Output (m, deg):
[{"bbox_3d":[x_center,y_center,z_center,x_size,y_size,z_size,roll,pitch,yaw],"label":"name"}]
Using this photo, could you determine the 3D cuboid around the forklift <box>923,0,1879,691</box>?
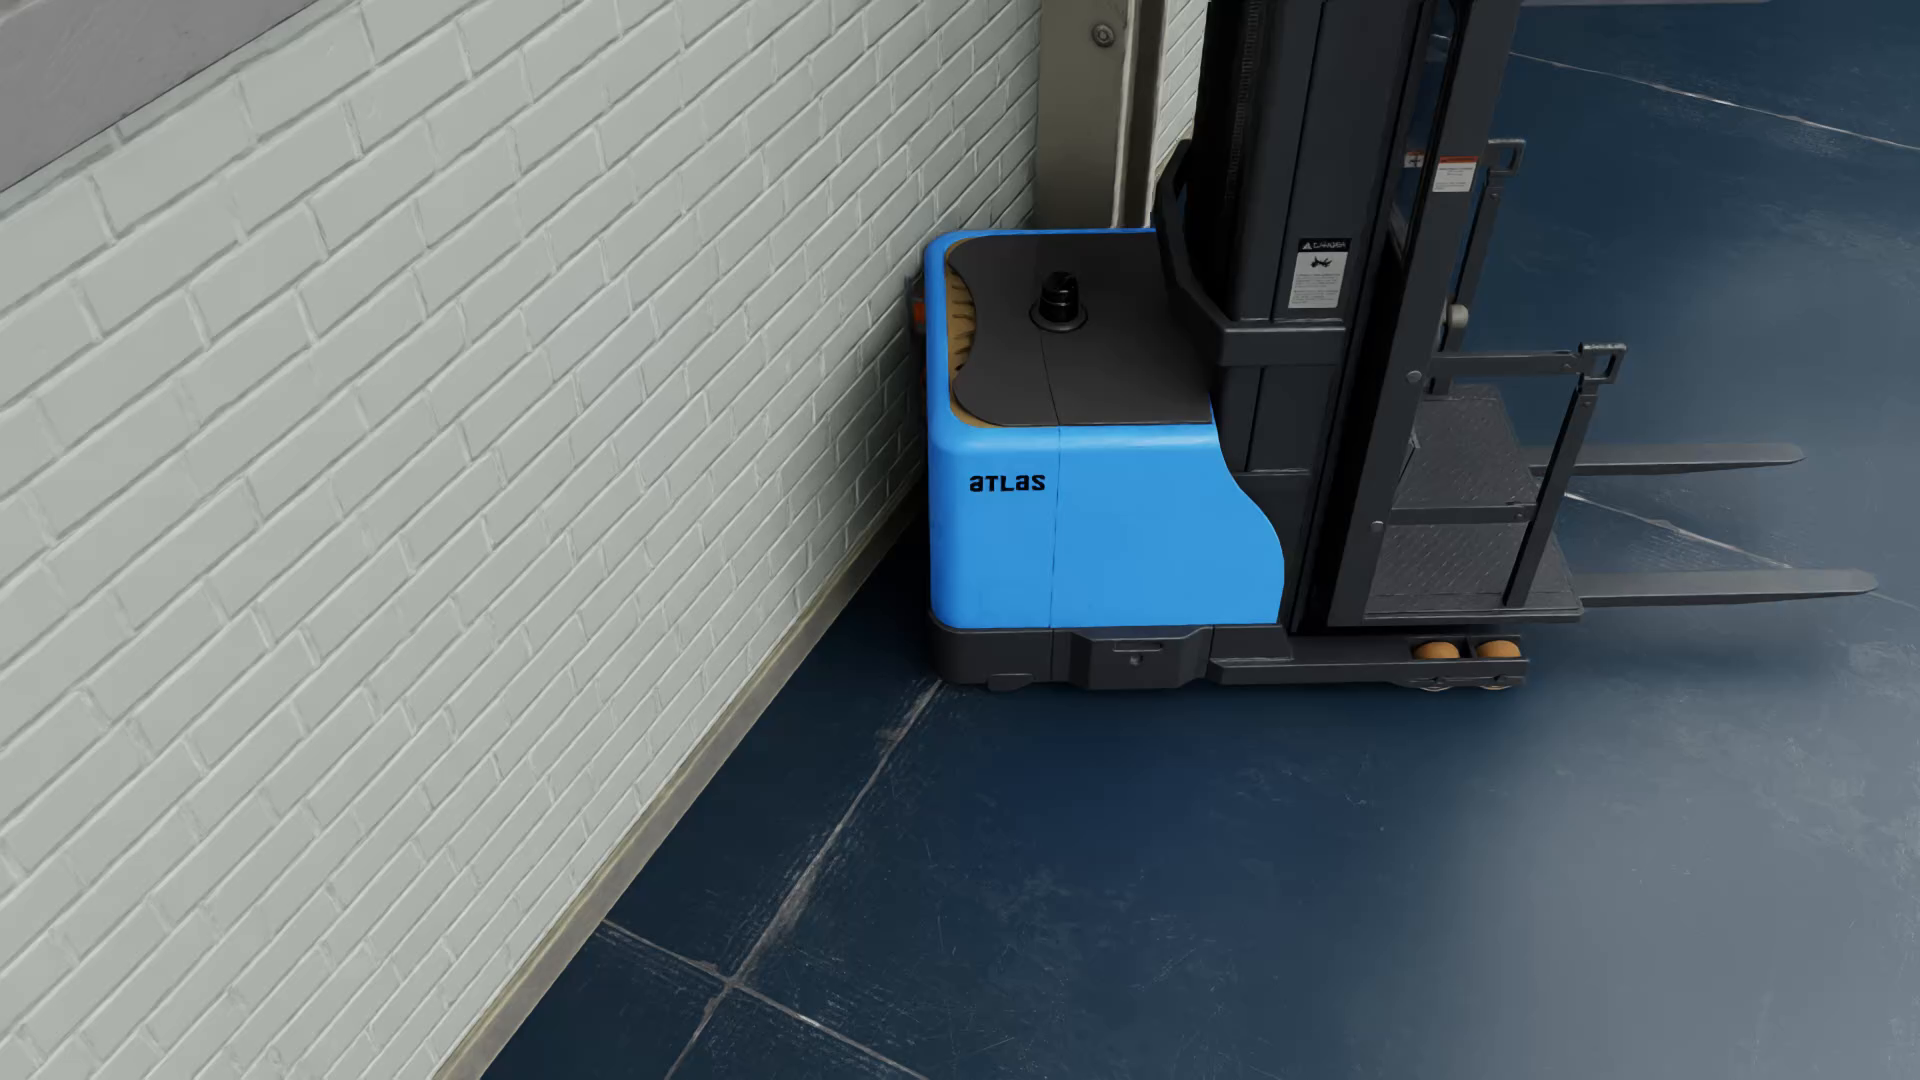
[{"bbox_3d":[1.402,-0.930,4.609,3.031,2.935,1.130,-1,45,-1],"label":"forklift"}]

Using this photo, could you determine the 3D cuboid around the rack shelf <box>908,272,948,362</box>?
[{"bbox_3d":[-0.010,-0.690,5.330,0.215,0.259,0.240,20,53,21],"label":"rack shelf"}]

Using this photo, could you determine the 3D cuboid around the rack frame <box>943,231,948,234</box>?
[{"bbox_3d":[0.063,-0.590,5.602,0.200,1.050,0.008,20,53,21],"label":"rack frame"}]

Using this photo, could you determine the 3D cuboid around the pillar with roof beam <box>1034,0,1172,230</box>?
[{"bbox_3d":[4.301,-2.523,1.917,9.100,9.000,0.400,20,49,19],"label":"pillar with roof beam"}]

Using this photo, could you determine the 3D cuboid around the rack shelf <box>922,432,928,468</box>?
[{"bbox_3d":[0.021,-0.317,5.748,0.215,0.259,0.240,20,53,21],"label":"rack shelf"}]

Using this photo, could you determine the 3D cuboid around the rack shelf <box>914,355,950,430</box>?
[{"bbox_3d":[0.006,-0.501,5.541,0.215,0.259,0.240,20,53,21],"label":"rack shelf"}]

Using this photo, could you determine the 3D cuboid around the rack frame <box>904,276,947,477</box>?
[{"bbox_3d":[-0.053,-0.426,5.464,0.200,1.050,0.008,20,53,21],"label":"rack frame"}]

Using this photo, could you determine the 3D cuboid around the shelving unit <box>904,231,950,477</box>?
[{"bbox_3d":[0.005,-0.508,5.533,0.215,1.050,0.252,20,53,21],"label":"shelving unit"}]
